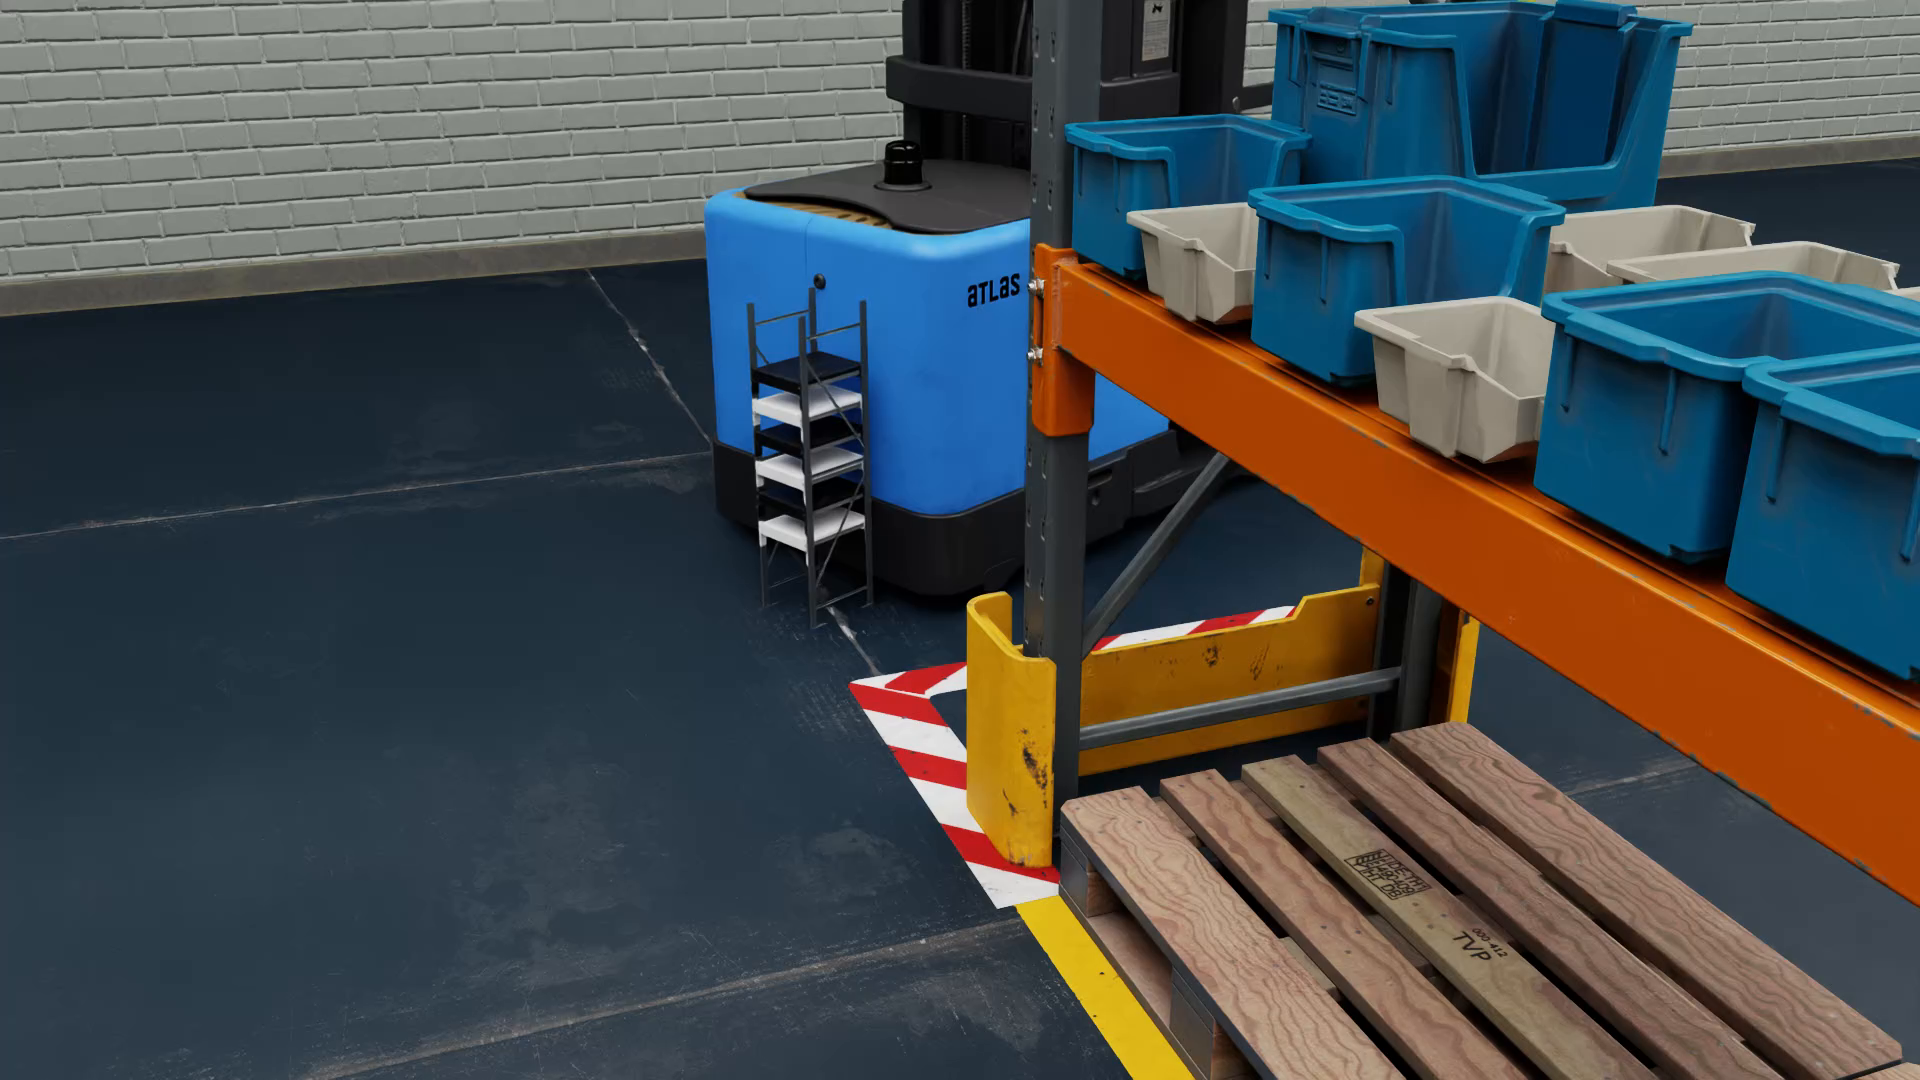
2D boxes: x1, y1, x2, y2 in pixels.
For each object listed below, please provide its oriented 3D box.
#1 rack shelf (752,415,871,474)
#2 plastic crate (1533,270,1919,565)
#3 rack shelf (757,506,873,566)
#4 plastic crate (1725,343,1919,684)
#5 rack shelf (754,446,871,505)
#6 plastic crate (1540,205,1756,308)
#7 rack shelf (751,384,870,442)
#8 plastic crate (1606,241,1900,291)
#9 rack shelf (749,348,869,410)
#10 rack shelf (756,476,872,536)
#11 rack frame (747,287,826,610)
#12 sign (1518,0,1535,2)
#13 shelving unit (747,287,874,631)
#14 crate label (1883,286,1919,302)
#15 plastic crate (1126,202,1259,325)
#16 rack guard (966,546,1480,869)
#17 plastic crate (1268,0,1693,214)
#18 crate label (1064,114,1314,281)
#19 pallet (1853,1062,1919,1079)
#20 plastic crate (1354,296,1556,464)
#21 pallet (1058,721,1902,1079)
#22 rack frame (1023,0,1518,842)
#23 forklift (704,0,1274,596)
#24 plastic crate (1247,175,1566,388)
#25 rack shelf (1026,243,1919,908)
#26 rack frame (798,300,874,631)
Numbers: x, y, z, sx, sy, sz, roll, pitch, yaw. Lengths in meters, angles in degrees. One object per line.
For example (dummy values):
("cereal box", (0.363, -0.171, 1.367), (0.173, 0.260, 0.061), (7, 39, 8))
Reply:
("rack shelf", (-0.409, -0.275, 4.596), (0.200, 0.077, 0.258), (20, 30, 39))
("plastic crate", (0.868, -0.141, 1.860), (0.416, 0.233, 0.300), (-8, 24, -19))
("rack shelf", (-0.409, -0.026, 4.701), (0.200, 0.077, 0.258), (20, 30, 39))
("plastic crate", (0.974, -0.032, 1.601), (0.416, 0.233, 0.300), (-8, 24, -19))
("rack shelf", (-0.409, -0.192, 4.631), (0.200, 0.077, 0.258), (20, 30, 39))
("plastic crate", (1.081, -0.438, 2.690), (0.396, 0.136, 0.243), (-8, 24, -19))
("rack shelf", (-0.409, -0.357, 4.561), (0.200, 0.077, 0.258), (20, 30, 39))
("plastic crate", (1.170, -0.331, 2.435), (0.396, 0.136, 0.243), (-8, 24, -19))
("rack shelf", (-0.409, -0.440, 4.526), (0.200, 0.077, 0.258), (20, 30, 39))
("rack shelf", (-0.409, -0.109, 4.666), (0.200, 0.077, 0.258), (20, 30, 39))
("rack frame", (-0.483, -0.249, 4.682), (0.006, 0.900, 0.240), (20, 30, 39))
("sign", (1.133, -0.960, 3.456), (0.100, 0.325, 0.005), (-8, 24, -19))
("shelving unit", (-0.409, -0.222, 4.618), (0.210, 0.900, 0.258), (20, 30, 39))
("crate label", (1.292, -0.233, 2.203), (0.396, 0.136, 0.243), (-8, 24, -19))
("plastic crate", (0.439, -0.447, 2.710), (0.250, 0.136, 0.298), (-8, 24, -19))
("rack guard", (0.603, 0.341, 3.796), (1.175, 0.500, 0.348), (-8, 24, -19))
("plastic crate", (0.917, -0.751, 3.048), (0.616, 0.435, 0.499), (-8, 24, -19))
("crate label", (0.403, -0.619, 2.995), (0.416, 0.233, 0.303), (-8, 24, -19))
("pallet", (1.306, 1.229, 2.062), (1.003, 0.211, 1.213), (-8, 24, -19))
("plastic crate", (0.679, -0.200, 2.126), (0.250, 0.136, 0.298), (-8, 24, -19))
("pallet", (0.879, 0.786, 3.112), (1.003, 0.211, 1.213), (-8, 24, -19))
("rack frame", (0.624, -0.804, 3.294), (1.000, 3.000, 0.127), (-8, 24, -19))
("forklift", (0.599, -1.677, 5.455), (1.130, 2.935, 3.031), (20, 30, 39))
("plastic crate", (0.636, -0.380, 2.428), (0.416, 0.233, 0.300), (-8, 24, -19))
("rack shelf", (1.331, 0.255, 1.710), (1.077, 0.370, 4.000), (-8, 24, -19))
("rack frame", (-0.335, -0.195, 4.554), (0.006, 0.900, 0.240), (20, 30, 39))
